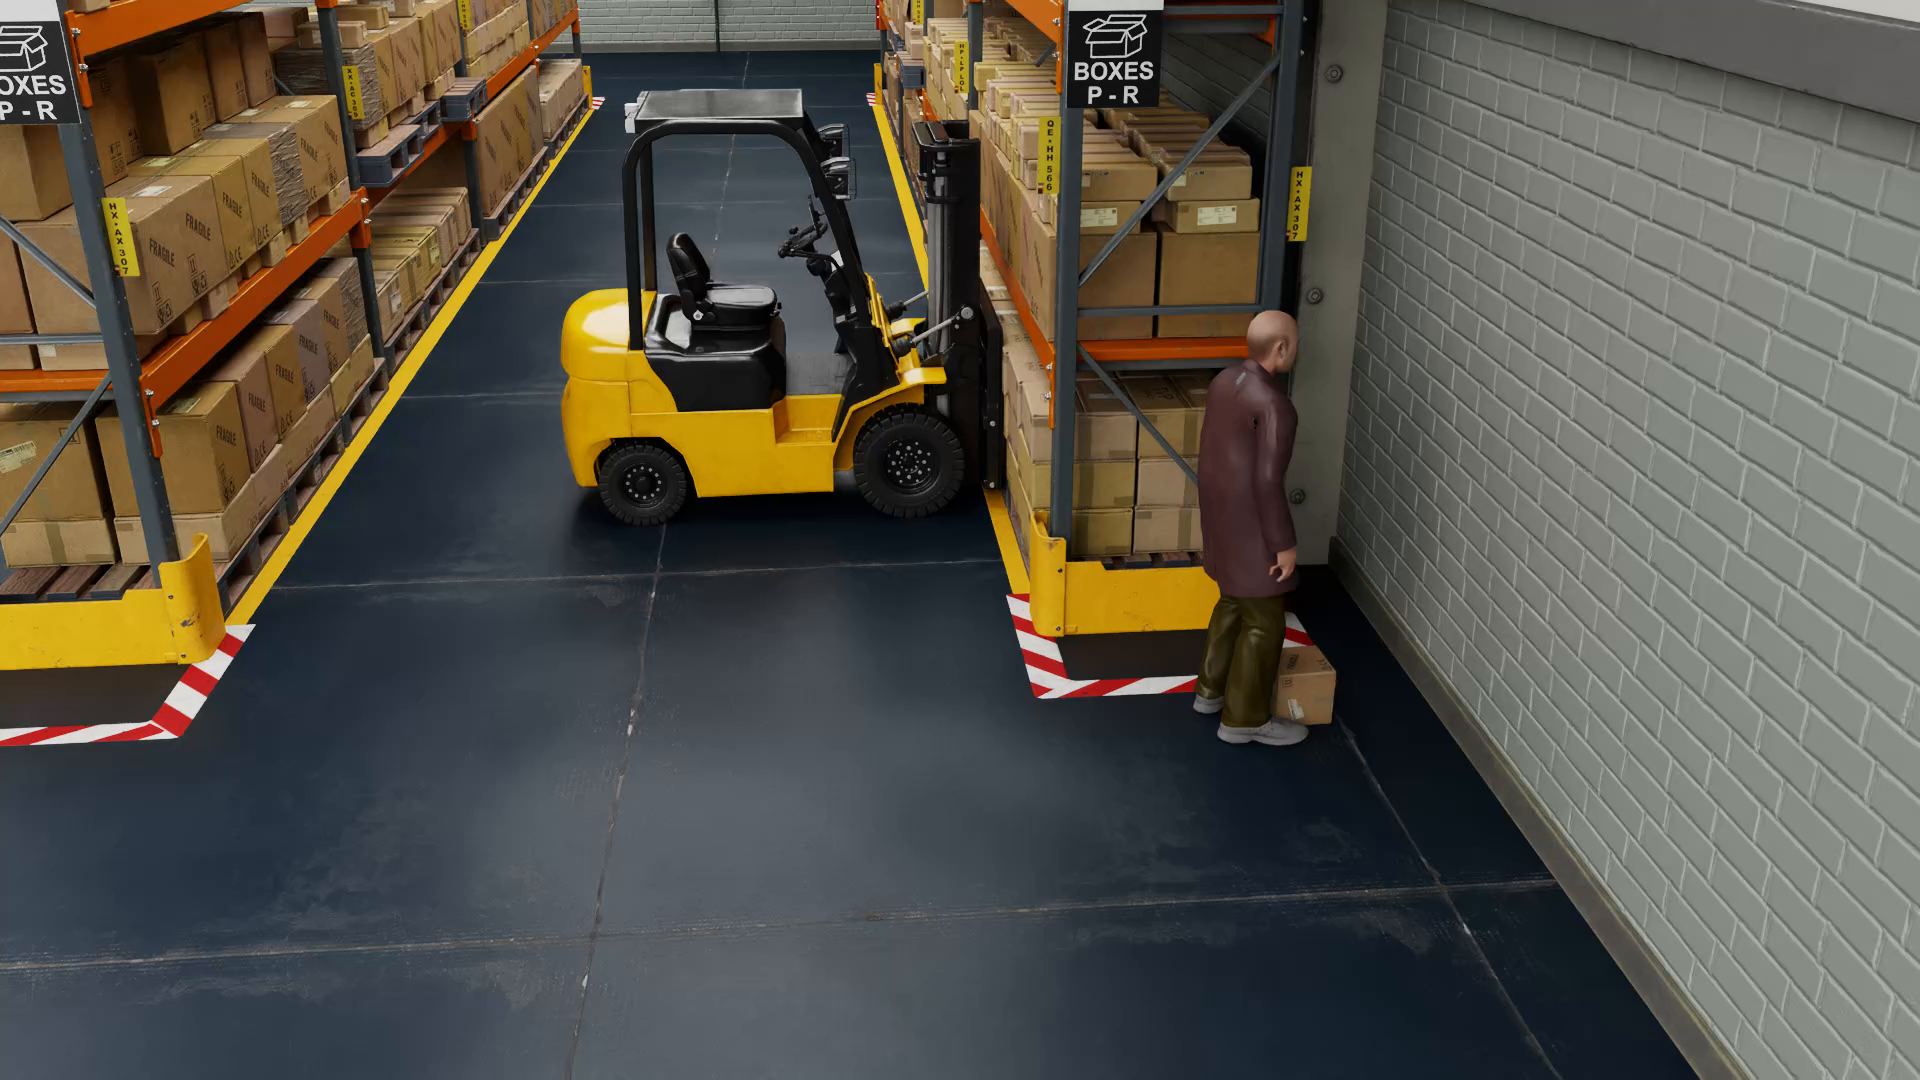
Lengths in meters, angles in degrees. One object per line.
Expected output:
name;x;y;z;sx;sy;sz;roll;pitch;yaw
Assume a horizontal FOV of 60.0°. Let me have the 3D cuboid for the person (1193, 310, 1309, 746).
person;1.181;-0.060;6.758;0.429;1.772;0.645;-7;24;-15
